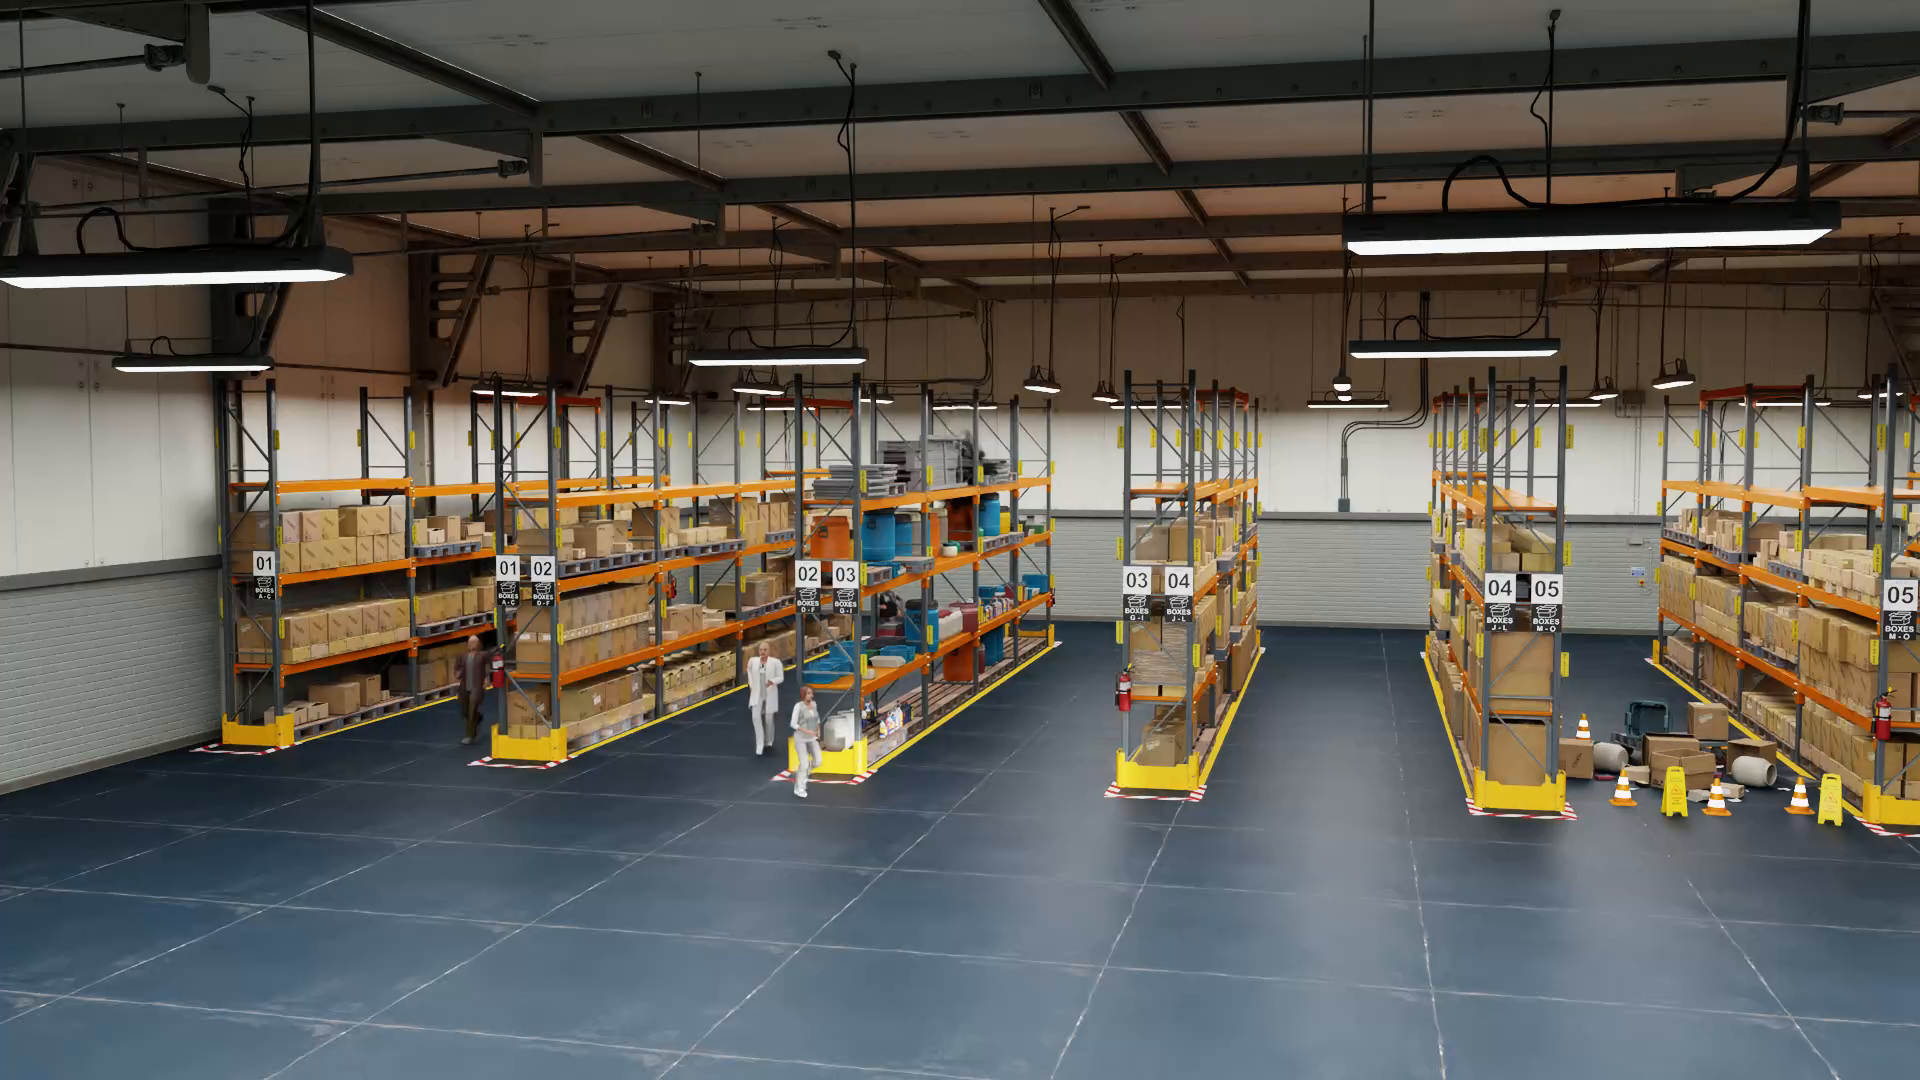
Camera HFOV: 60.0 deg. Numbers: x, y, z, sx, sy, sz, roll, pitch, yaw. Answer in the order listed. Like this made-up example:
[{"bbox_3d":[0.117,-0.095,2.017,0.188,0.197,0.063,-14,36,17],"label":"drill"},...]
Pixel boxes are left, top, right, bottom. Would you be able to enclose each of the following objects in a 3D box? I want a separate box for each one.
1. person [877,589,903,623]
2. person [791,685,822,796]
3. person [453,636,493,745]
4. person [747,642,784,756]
[{"bbox_3d":[-1.678,1.835,38.858,0.617,1.751,0.689,1,4,12],"label":"person"},{"bbox_3d":[-2.118,2.823,23.375,0.579,1.564,0.559,-3,5,-43],"label":"person"},{"bbox_3d":[-8.067,2.467,27.595,0.721,1.750,0.958,1,3,10],"label":"person"},{"bbox_3d":[-3.121,2.537,26.628,0.613,1.813,0.909,0,3,-2],"label":"person"}]
